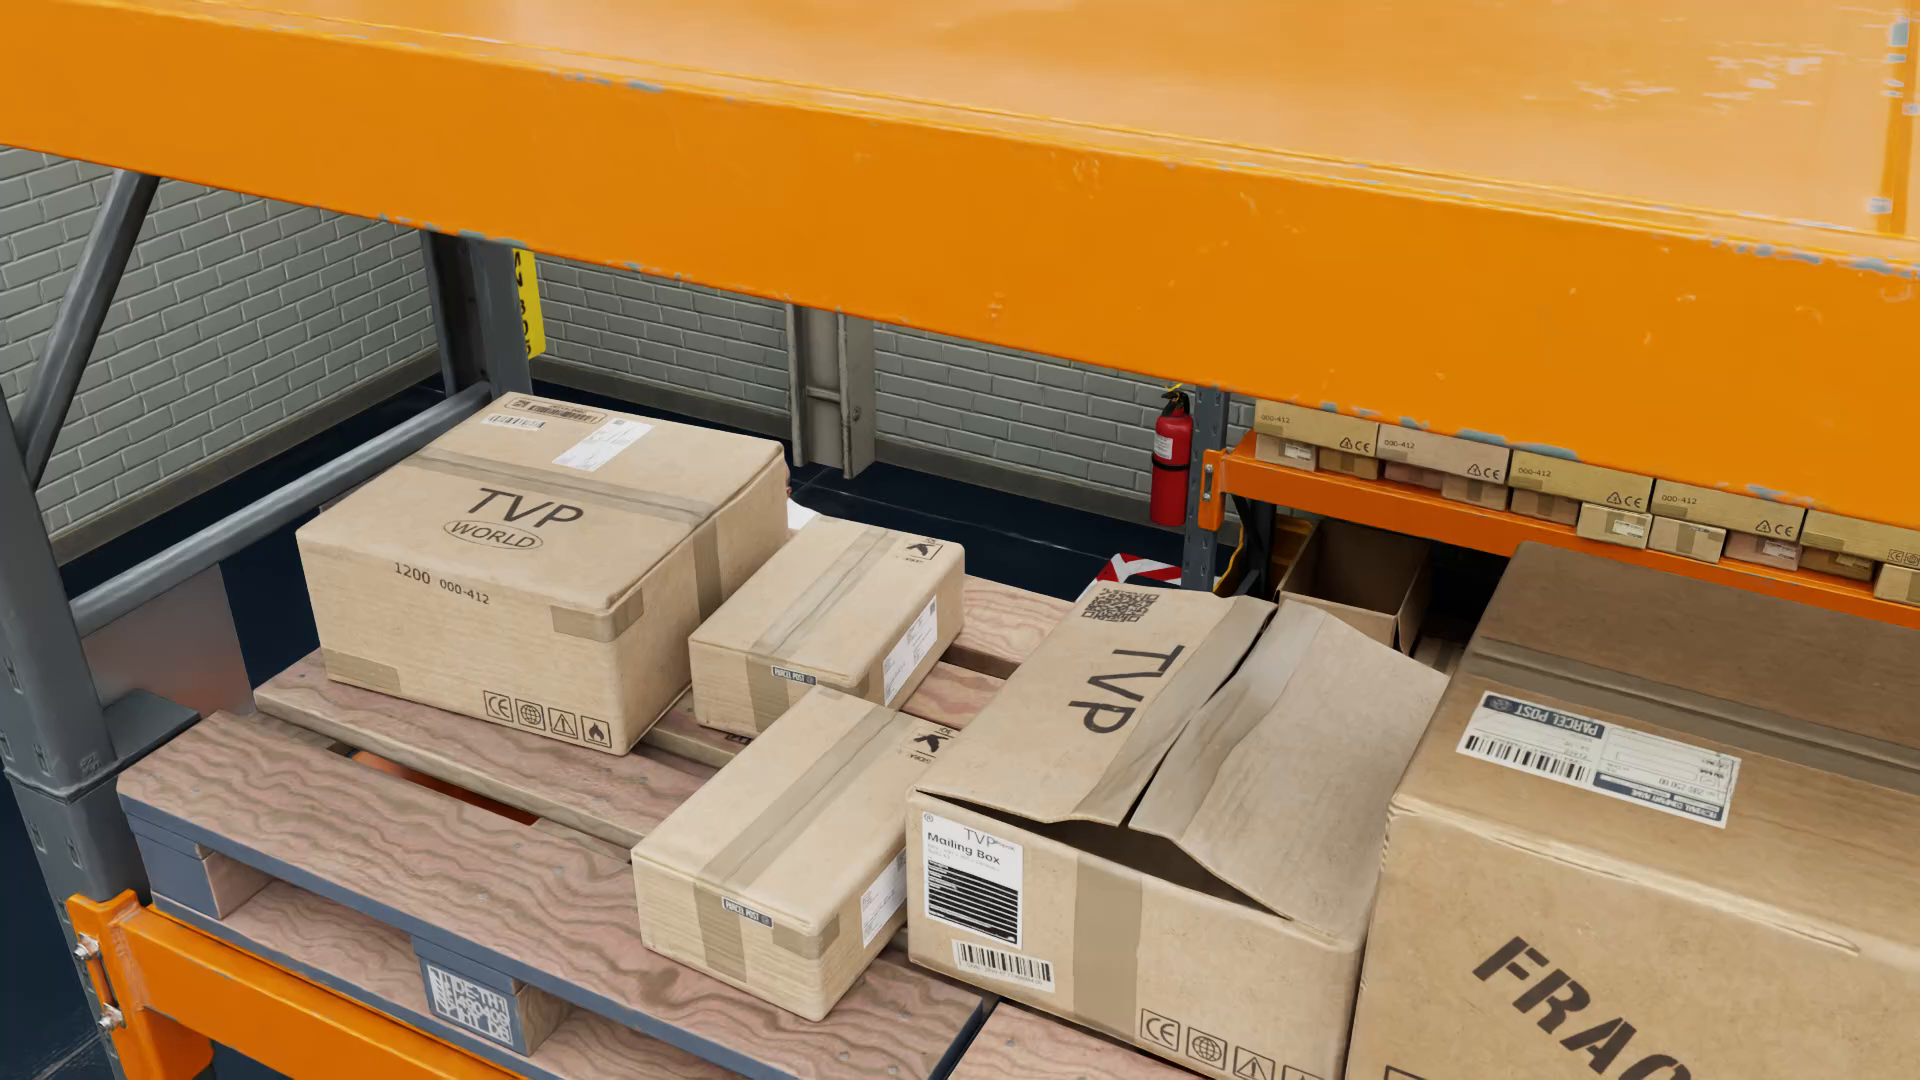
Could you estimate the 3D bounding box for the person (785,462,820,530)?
[{"bbox_3d":[-0.693,0.442,6.368,0.655,1.774,0.415,13,32,22],"label":"person"}]
